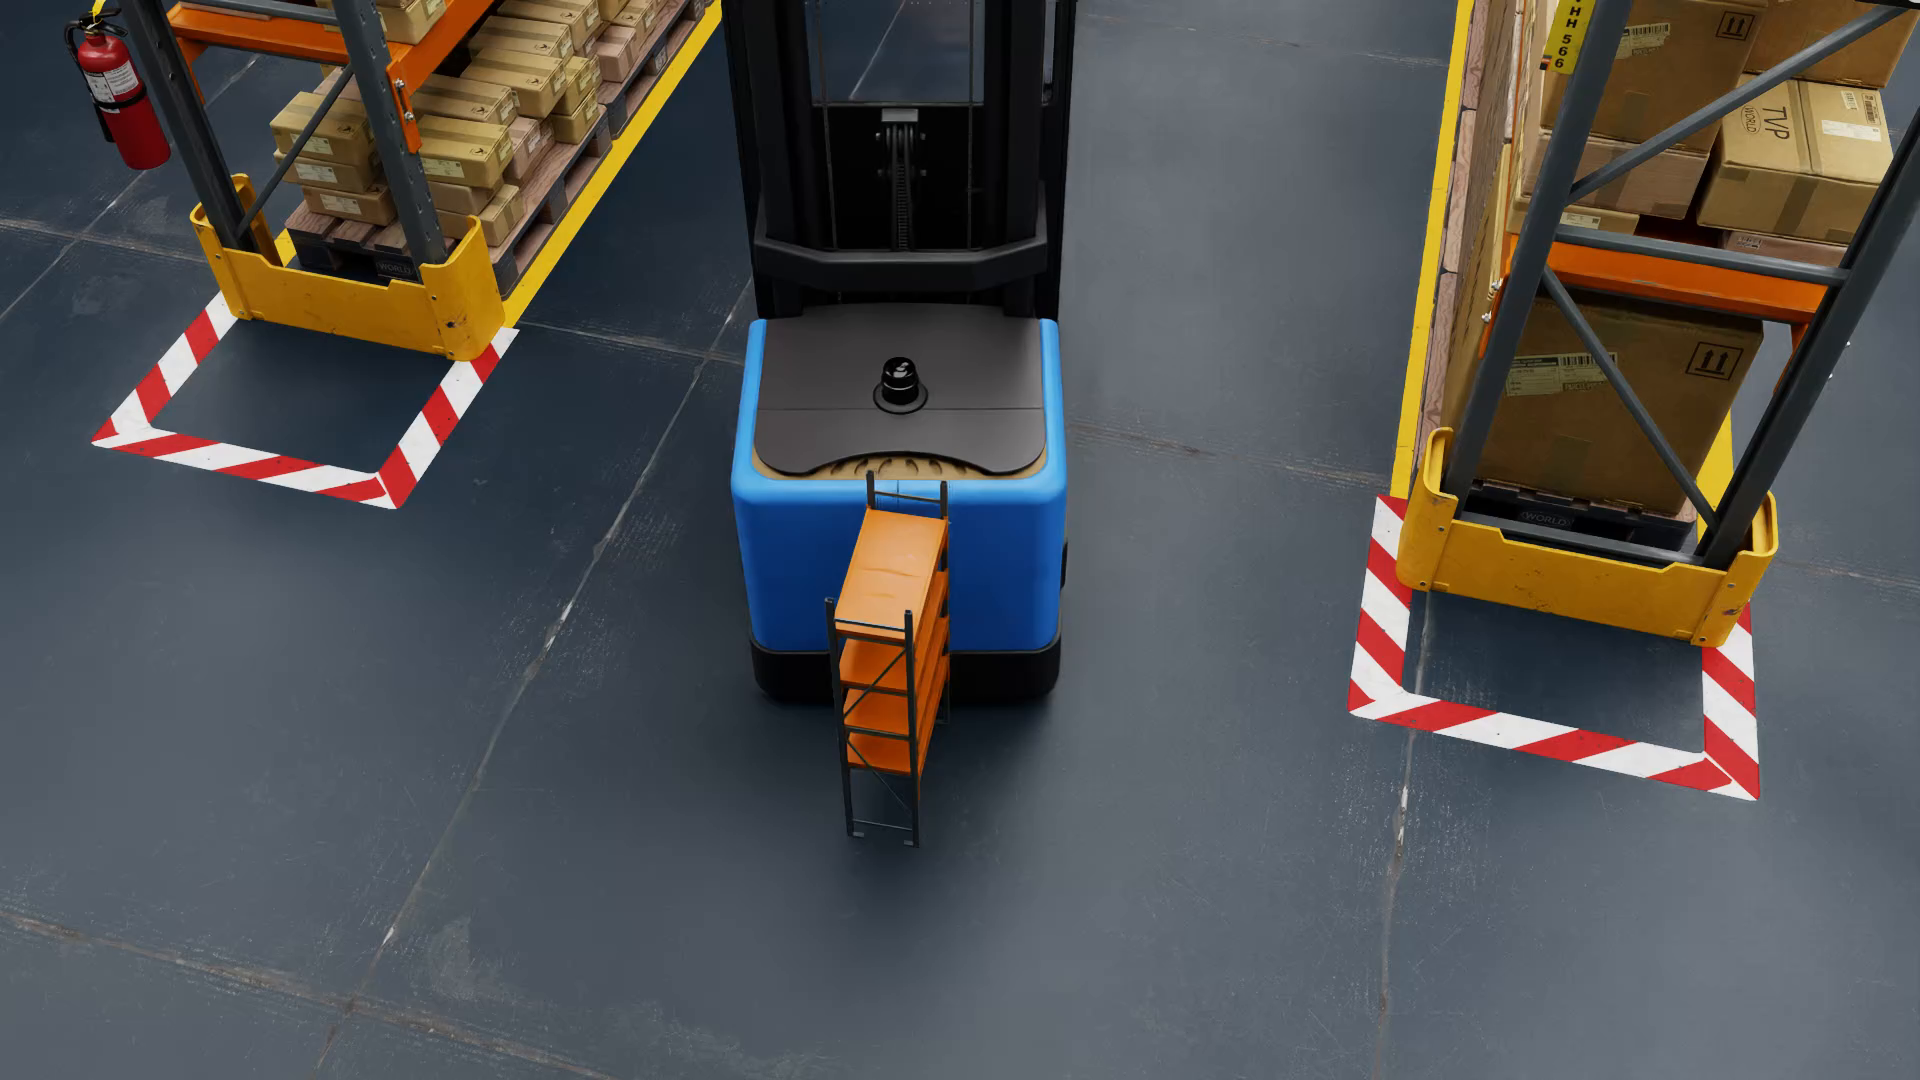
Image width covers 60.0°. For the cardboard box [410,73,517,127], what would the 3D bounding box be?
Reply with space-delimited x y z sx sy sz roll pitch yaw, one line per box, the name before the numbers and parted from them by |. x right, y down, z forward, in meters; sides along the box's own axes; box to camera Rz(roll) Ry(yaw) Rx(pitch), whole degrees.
cardboard box | -2.128 -1.833 7.092 0.380 0.149 0.250 12 50 11

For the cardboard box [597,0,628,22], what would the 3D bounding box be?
cardboard box | -1.757 -2.566 7.738 0.380 0.149 0.250 12 50 11

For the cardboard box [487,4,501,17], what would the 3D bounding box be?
cardboard box | -2.342 -2.573 7.943 0.380 0.149 0.250 14 50 12

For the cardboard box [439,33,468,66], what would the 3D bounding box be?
cardboard box | -2.459 -2.288 7.494 0.380 0.149 0.250 10 49 9

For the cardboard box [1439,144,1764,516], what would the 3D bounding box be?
cardboard box | 2.300 -0.768 6.064 0.875 0.875 0.875 12 50 10

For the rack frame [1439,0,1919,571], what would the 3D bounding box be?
rack frame | 2.209 -0.854 5.003 1.000 3.000 0.127 12 50 10

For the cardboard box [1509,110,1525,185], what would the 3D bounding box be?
cardboard box | 2.051 -1.281 5.548 0.380 0.149 0.250 12 50 10

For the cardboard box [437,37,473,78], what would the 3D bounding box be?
cardboard box | -2.381 -2.188 7.603 0.380 0.149 0.250 11 49 10

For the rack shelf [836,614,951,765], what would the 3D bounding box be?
rack shelf | -0.201 0.440 5.152 0.258 0.148 0.480 8 49 7

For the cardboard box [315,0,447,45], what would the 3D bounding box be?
cardboard box | -2.148 -1.992 6.175 0.380 0.149 0.250 11 50 10

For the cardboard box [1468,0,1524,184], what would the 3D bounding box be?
cardboard box | 2.774 -2.070 7.213 0.875 0.875 0.875 12 50 10

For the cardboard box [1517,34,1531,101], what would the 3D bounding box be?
cardboard box | 2.186 -1.644 5.868 0.380 0.149 0.250 12 50 11

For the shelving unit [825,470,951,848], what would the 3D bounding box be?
shelving unit | -0.201 0.395 5.101 0.258 1.200 0.503 8 49 7

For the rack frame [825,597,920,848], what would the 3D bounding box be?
rack frame | -0.247 0.575 4.943 0.240 1.200 0.015 8 49 7

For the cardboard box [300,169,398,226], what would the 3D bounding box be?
cardboard box | -2.613 -1.523 7.215 0.380 0.149 0.250 12 50 11

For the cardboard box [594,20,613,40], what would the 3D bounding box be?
cardboard box | -1.877 -2.488 7.869 0.380 0.149 0.250 14 50 12

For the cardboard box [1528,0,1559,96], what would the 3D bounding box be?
cardboard box | 2.214 -1.672 5.627 0.500 0.250 0.500 11 49 9

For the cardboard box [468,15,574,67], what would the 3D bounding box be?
cardboard box | -1.952 -2.186 7.403 0.380 0.149 0.250 9 49 8

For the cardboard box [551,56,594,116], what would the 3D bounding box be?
cardboard box | -1.886 -2.073 7.502 0.380 0.149 0.250 13 50 11

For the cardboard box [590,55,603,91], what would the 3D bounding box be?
cardboard box | -1.906 -2.170 7.786 0.380 0.149 0.250 12 50 10

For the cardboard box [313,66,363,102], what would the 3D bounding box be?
cardboard box | -2.533 -1.901 7.152 0.380 0.149 0.250 12 50 11

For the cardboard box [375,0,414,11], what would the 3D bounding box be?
cardboard box | -2.165 -2.307 6.020 0.500 0.500 0.500 14 50 12

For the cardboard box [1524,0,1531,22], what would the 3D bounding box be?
cardboard box | 2.320 -2.020 6.199 0.380 0.149 0.250 12 50 10

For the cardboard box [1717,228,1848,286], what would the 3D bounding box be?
cardboard box | 2.620 -0.962 5.266 0.380 0.149 0.250 12 50 10

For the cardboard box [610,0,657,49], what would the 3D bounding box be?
cardboard box | -1.709 -2.538 8.111 0.380 0.149 0.250 12 50 10

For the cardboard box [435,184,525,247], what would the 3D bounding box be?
cardboard box | -2.103 -1.417 7.121 0.380 0.149 0.250 12 50 11

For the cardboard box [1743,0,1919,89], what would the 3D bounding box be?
cardboard box | 2.727 -1.806 5.245 0.500 0.500 0.500 10 49 9

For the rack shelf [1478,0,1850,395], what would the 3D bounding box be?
rack shelf | 2.735 -2.062 6.549 1.077 0.370 4.000 12 50 10

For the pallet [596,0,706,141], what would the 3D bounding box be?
pallet | -1.959 -2.498 8.314 1.003 0.211 1.213 12 50 10

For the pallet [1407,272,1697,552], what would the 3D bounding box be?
pallet | 2.344 -0.525 6.572 1.003 0.211 1.213 12 50 10

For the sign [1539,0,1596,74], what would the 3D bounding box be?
sign | 1.689 -1.432 4.583 0.100 0.325 0.005 12 50 10

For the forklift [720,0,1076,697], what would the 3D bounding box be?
forklift | -0.188 -1.523 5.639 1.130 2.935 3.031 0 49 0

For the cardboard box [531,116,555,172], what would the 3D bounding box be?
cardboard box | -2.054 -1.803 7.462 0.380 0.149 0.250 12 50 10

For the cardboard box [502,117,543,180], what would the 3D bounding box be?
cardboard box | -2.038 -1.715 7.186 0.380 0.149 0.250 11 50 10

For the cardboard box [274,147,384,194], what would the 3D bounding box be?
cardboard box | -2.686 -1.638 7.118 0.380 0.149 0.250 10 49 9

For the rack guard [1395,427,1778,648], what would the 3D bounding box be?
rack guard | 2.202 -0.009 5.925 1.175 0.500 0.348 12 50 10

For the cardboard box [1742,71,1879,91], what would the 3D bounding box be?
cardboard box | 2.726 -1.574 5.540 0.500 0.250 0.500 11 49 10

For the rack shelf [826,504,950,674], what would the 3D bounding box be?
rack shelf | -0.201 0.135 4.806 0.258 0.148 0.480 8 49 7

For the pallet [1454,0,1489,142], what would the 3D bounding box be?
pallet | 2.986 -2.290 8.130 1.003 0.211 1.213 12 50 10
